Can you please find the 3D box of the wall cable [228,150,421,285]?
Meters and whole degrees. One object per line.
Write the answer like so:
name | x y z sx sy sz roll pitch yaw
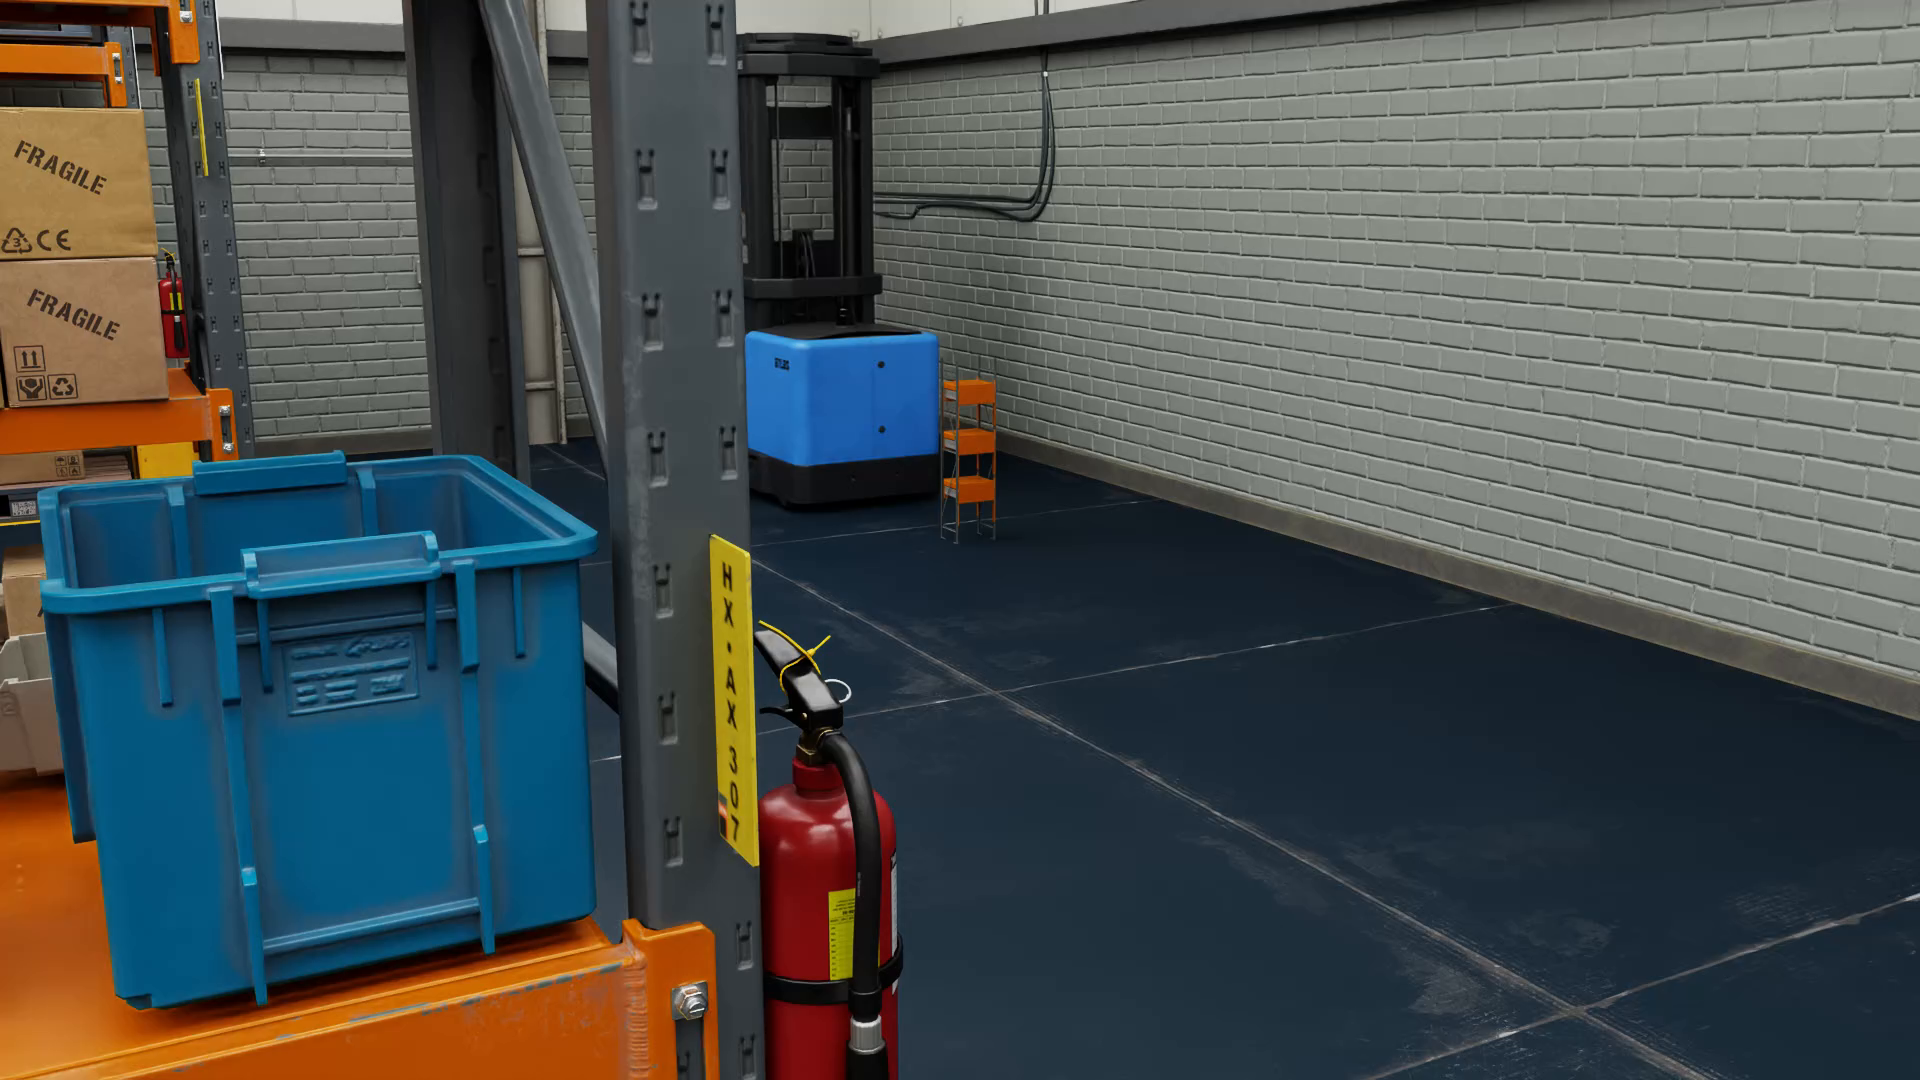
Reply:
wall cable | -4.583 -2.584 11.946 1.851 1.984 0.084 -7 14 -28

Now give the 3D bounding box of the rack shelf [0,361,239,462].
rack shelf | -4.632 -0.256 5.552 4.000 0.370 1.077 -7 14 -28

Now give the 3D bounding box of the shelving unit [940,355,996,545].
shelving unit | 0.047 -0.518 9.519 0.252 1.050 0.215 -7 14 -28

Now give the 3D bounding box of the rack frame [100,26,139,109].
rack frame | -5.253 -1.771 10.649 0.127 3.000 1.000 -7 14 -28

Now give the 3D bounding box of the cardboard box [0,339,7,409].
cardboard box | -3.593 -0.711 5.709 0.500 0.500 0.500 -7 14 -27

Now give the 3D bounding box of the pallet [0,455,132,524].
pallet | -5.918 -0.312 10.514 1.213 0.211 1.003 -7 14 -28

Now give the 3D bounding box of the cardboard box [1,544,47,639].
cardboard box | -3.236 0.292 6.169 0.500 0.500 0.500 -7 14 -28

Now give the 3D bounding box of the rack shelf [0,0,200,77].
rack shelf | -4.632 -1.719 5.223 4.000 0.370 1.077 -7 14 -28

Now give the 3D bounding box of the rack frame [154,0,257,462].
rack frame | -2.877 -0.817 6.408 0.127 3.000 1.000 -7 14 -28

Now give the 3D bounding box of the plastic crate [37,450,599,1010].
plastic crate | -0.711 0.162 1.838 0.499 0.435 0.616 -7 14 -28

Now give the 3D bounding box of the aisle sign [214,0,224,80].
aisle sign | -2.670 -2.034 5.893 0.004 0.787 0.394 -7 14 -28

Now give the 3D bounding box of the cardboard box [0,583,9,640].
cardboard box | -3.929 0.365 6.417 0.500 0.250 0.500 -7 14 -28

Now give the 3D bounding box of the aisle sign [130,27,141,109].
aisle sign | -5.046 -2.989 10.140 0.004 0.787 0.394 -7 14 -28

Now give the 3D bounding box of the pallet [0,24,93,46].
pallet | -5.899 -3.112 9.973 1.213 0.211 1.003 -7 14 -28

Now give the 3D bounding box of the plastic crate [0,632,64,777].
plastic crate | -1.202 0.217 2.275 0.298 0.136 0.250 -7 14 -28

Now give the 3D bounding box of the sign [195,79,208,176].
sign | -2.628 -1.427 5.762 0.005 0.325 0.100 -7 14 -28

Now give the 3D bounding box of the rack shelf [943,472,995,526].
rack shelf | 0.047 -0.236 9.582 0.240 0.259 0.215 -7 14 -28

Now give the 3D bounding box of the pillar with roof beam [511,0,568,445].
pillar with roof beam | -1.235 -4.319 8.306 0.400 9.000 9.100 -7 14 -28

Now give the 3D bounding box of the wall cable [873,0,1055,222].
wall cable | -0.118 -3.709 12.669 0.112 2.526 3.097 -7 14 -28

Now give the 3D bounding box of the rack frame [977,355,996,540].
rack frame | 0.154 -0.531 9.576 0.008 1.050 0.200 -7 14 -28

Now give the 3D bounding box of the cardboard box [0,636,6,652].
cardboard box | -3.634 0.480 6.094 0.250 0.166 0.380 -7 14 -28

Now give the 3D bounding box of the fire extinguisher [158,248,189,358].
fire extinguisher | -4.900 -1.479 10.373 0.183 0.674 0.296 -7 14 -28

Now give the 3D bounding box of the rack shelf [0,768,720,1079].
rack shelf | -2.262 0.699 1.309 4.000 0.370 1.077 -7 14 -28

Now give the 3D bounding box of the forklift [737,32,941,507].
forklift | -1.277 -1.917 11.450 1.130 2.935 3.031 -7 14 -28

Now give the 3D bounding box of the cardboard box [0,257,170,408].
cardboard box | -3.139 -0.766 5.955 0.500 0.500 0.500 -6 14 -26

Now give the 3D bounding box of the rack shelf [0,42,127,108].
rack shelf | -7.009 -2.673 9.463 4.000 0.370 1.077 -7 14 -28

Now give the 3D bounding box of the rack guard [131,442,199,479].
rack guard | -5.232 -0.554 10.934 0.348 0.500 1.175 -7 14 -28

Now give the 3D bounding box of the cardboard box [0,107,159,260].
cardboard box | -3.135 -1.254 5.844 0.500 0.500 0.500 -7 14 -28

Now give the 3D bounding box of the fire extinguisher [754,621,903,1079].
fire extinguisher | -0.156 0.429 1.896 0.183 0.674 0.296 -7 14 -28

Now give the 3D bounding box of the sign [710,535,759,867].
sign | -0.229 0.162 1.684 0.005 0.325 0.100 -7 14 -28

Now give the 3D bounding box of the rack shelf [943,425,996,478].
rack shelf | 0.047 -0.507 9.521 0.240 0.259 0.215 -7 14 -28

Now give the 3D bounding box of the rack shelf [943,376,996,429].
rack shelf | 0.047 -0.784 9.459 0.240 0.259 0.215 -7 14 -28

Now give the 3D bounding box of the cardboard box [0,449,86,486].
cardboard box | -5.820 -0.664 10.464 0.500 0.500 0.700 -7 14 -28

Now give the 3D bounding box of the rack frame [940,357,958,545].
rack frame | -0.060 -0.505 9.462 0.008 1.050 0.200 -7 14 -28
